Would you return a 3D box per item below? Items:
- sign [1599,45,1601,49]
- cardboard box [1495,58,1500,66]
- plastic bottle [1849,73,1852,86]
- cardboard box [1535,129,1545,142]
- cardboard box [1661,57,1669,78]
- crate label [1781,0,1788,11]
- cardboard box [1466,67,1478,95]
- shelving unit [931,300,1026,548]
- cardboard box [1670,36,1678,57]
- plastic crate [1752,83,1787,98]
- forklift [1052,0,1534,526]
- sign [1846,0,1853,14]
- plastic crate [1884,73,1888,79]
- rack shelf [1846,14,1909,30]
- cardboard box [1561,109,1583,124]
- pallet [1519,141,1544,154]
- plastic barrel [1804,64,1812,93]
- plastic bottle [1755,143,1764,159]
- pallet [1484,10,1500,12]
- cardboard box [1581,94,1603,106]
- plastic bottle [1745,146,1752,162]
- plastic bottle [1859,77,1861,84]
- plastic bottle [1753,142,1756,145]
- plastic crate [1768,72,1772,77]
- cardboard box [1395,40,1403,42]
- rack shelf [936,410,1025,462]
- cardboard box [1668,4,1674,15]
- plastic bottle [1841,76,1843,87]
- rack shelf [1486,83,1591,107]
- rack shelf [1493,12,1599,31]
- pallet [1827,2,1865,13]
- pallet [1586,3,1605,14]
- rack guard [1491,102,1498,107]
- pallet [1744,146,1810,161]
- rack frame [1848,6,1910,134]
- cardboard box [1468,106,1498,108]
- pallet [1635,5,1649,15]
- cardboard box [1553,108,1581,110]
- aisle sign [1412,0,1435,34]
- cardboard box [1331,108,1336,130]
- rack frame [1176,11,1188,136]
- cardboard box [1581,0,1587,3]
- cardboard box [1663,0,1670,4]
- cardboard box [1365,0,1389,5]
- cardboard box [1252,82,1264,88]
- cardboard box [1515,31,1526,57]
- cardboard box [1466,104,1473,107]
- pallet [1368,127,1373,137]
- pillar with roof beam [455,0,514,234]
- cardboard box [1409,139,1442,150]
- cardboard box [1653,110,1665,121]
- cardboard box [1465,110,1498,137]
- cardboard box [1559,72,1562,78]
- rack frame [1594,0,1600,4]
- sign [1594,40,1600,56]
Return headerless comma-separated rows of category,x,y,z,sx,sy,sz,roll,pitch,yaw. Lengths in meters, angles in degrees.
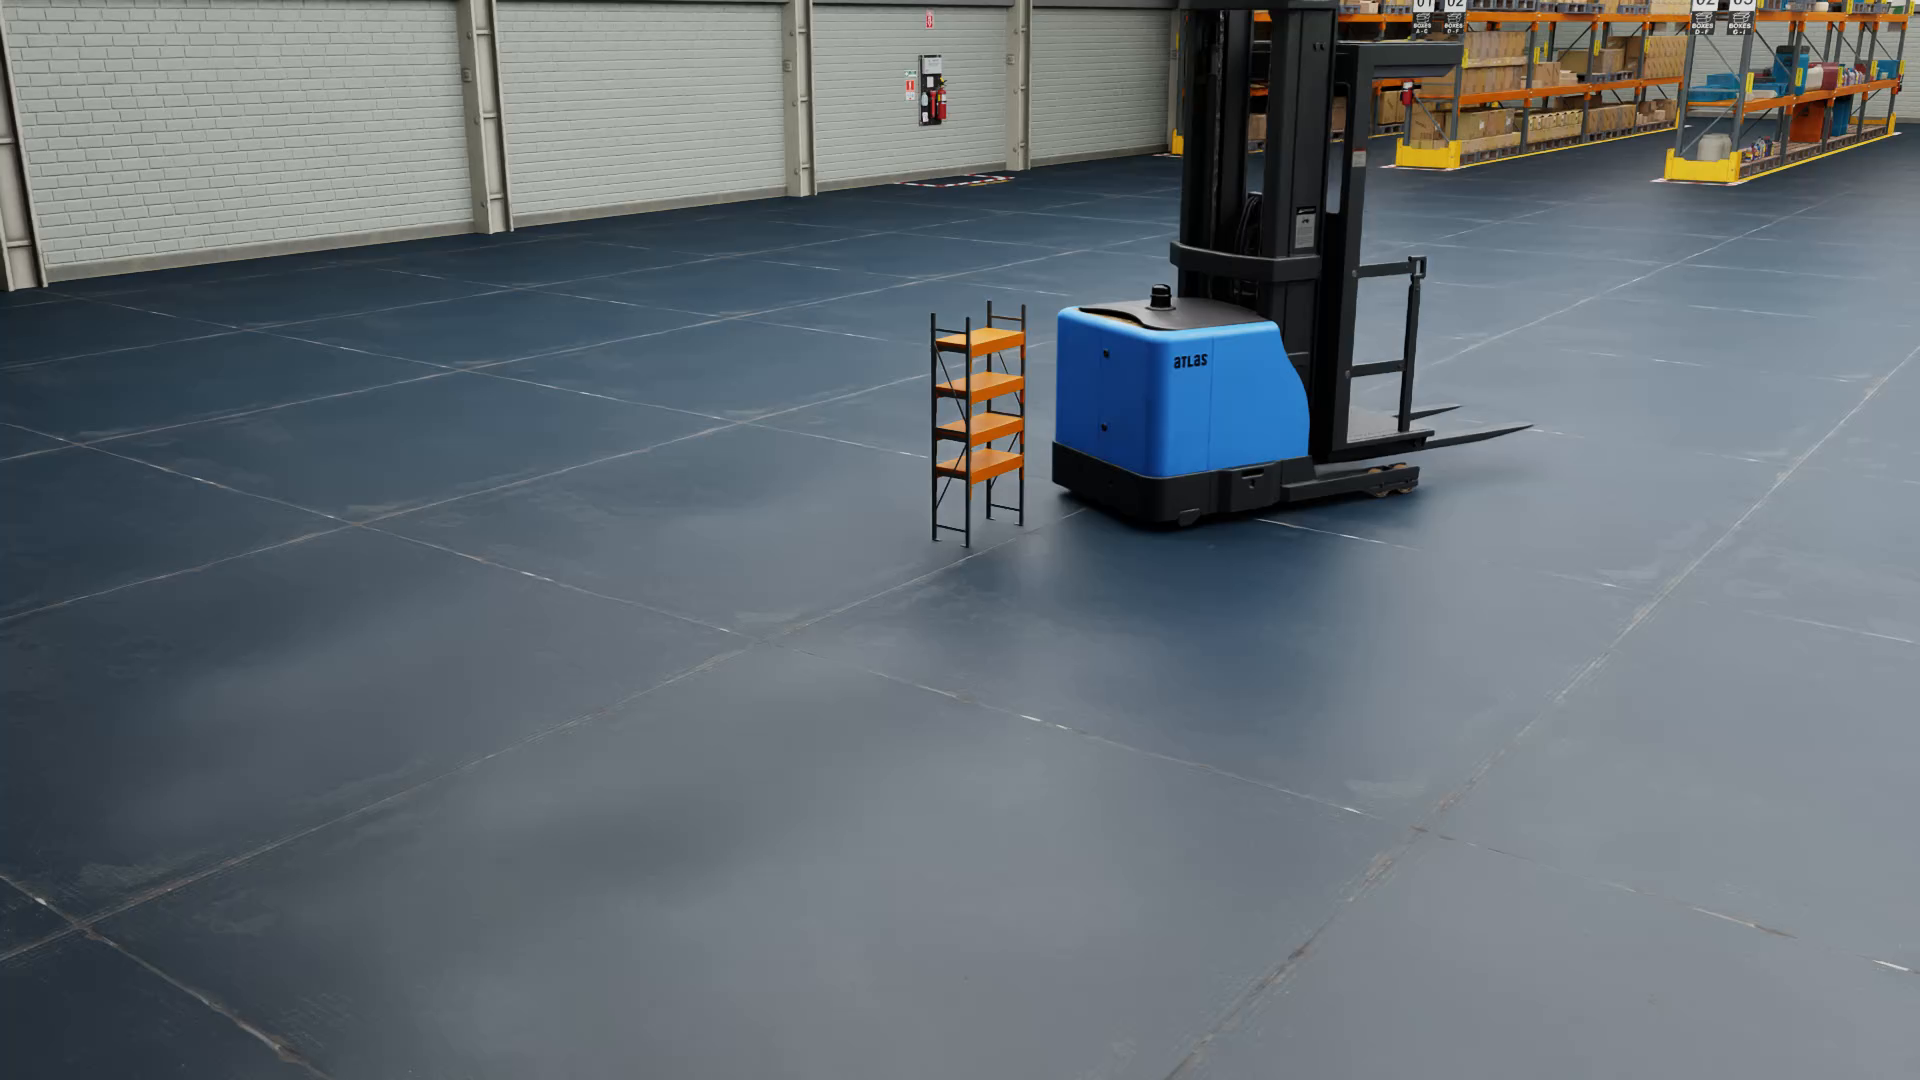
sign,15.613,-11.918,40.604,0.100,0.325,0.005,12,21,35
cardboard box,10.383,-9.394,32.674,0.380,0.149,0.250,13,22,36
plastic bottle,19.318,-10.030,36.192,0.152,0.276,0.135,12,21,35
cardboard box,12.032,-8.566,35.199,0.500,0.250,0.500,13,22,36
cardboard box,17.480,-11.894,41.818,0.500,0.500,0.500,12,21,34
crate label,14.260,-9.425,29.229,0.502,0.251,0.408,12,21,35
cardboard box,9.501,-8.835,31.967,0.700,0.500,0.500,13,22,36
shelving unit,0.099,-0.612,8.693,0.258,1.200,0.503,12,21,35
cardboard box,17.787,-12.489,42.048,0.500,0.500,0.500,13,22,36
plastic crate,14.821,-8.246,30.491,0.499,0.251,0.616,12,21,35
forklift,2.070,-1.768,9.495,3.031,2.935,1.130,-9,20,-28
sign,18.092,-10.868,33.803,0.100,0.325,0.005,12,21,35
plastic crate,22.072,-11.163,39.978,0.396,0.136,0.243,12,21,35
rack shelf,21.221,-12.099,38.804,1.077,0.370,4.000,12,21,35
cardboard box,13.556,-9.445,37.082,0.500,0.311,0.500,13,22,36
pallet,11.695,-8.356,35.294,1.003,0.211,1.213,12,21,35
plastic barrel,16.446,-9.058,32.624,0.433,0.535,0.433,0,17,0
plastic bottle,14.704,-7.173,30.636,0.152,0.276,0.135,13,21,36
pallet,14.023,-14.449,45.307,1.003,0.211,1.213,12,21,35
cardboard box,14.974,-10.474,39.624,0.500,0.250,0.500,12,21,35
plastic bottle,14.210,-6.960,29.957,0.097,0.271,0.097,0,17,0
plastic bottle,20.007,-10.256,37.047,0.097,0.201,0.097,0,17,0
plastic bottle,14.706,-7.227,30.795,0.061,0.283,0.133,12,21,35
plastic crate,15.670,-8.939,32.498,0.392,0.384,0.575,12,21,35
cardboard box,10.487,-12.080,40.618,0.500,0.250,0.500,12,21,34
rack shelf,0.099,-0.548,8.713,0.258,0.148,0.480,12,21,35
cardboard box,17.438,-13.200,41.388,0.500,0.250,0.500,12,21,35
plastic bottle,18.747,-9.786,35.415,0.097,0.271,0.097,0,17,0
rack shelf,12.479,-9.638,35.934,1.077,0.370,4.000,12,21,35
rack shelf,12.479,-11.070,35.489,1.077,0.370,4.000,12,21,35
pallet,18.180,-11.089,34.654,1.003,0.211,1.213,12,21,35
pallet,13.338,-11.623,36.373,1.213,0.211,1.003,14,22,37
rack guard,14.471,-12.049,46.702,1.175,0.500,0.348,12,21,35
pallet,16.426,-7.783,33.450,1.003,0.211,1.213,12,21,35
rack frame,22.413,-11.487,40.676,1.000,3.000,0.127,12,21,35
cardboard box,10.759,-8.695,34.350,0.500,0.500,0.500,12,21,35
pallet,15.609,-12.610,39.552,1.213,0.211,1.003,12,21,35
cardboard box,14.039,-9.738,38.518,0.500,0.500,0.500,13,22,37
aisle sign,8.629,-9.830,30.957,0.394,0.787,0.004,12,21,35
cardboard box,8.336,-9.820,38.782,0.700,0.500,0.500,13,21,35
rack frame,4.923,-9.427,34.042,1.000,3.000,0.127,12,21,35
cardboard box,13.445,-11.901,36.497,0.500,0.250,0.500,11,20,31
cardboard box,17.147,-13.318,40.926,0.500,0.250,0.500,12,21,35
cardboard box,9.927,-13.146,40.050,0.700,0.500,0.500,11,20,30
cardboard box,6.075,-9.671,35.048,0.500,0.250,0.500,12,21,34
cardboard box,11.028,-10.065,33.742,0.700,0.500,0.500,13,21,35
cardboard box,13.522,-11.821,45.258,0.700,0.500,0.500,12,21,33
pallet,9.223,-9.815,39.992,1.003,0.211,1.213,12,21,35
pillar with roof beam,-2.622,-7.563,17.926,9.100,9.000,0.400,12,21,35
cardboard box,8.986,-7.620,32.151,0.500,0.250,0.500,12,21,35
cardboard box,17.721,-10.866,42.571,0.500,0.250,0.500,12,21,35
cardboard box,10.298,-8.243,32.894,0.500,0.500,0.500,12,21,35
cardboard box,12.982,-10.236,36.799,0.500,0.311,0.500,12,21,34
rack frame,13.670,-13.323,36.472,1.000,3.000,0.127,12,21,35
sign,14.118,-10.913,36.876,0.100,0.325,0.005,12,21,35
